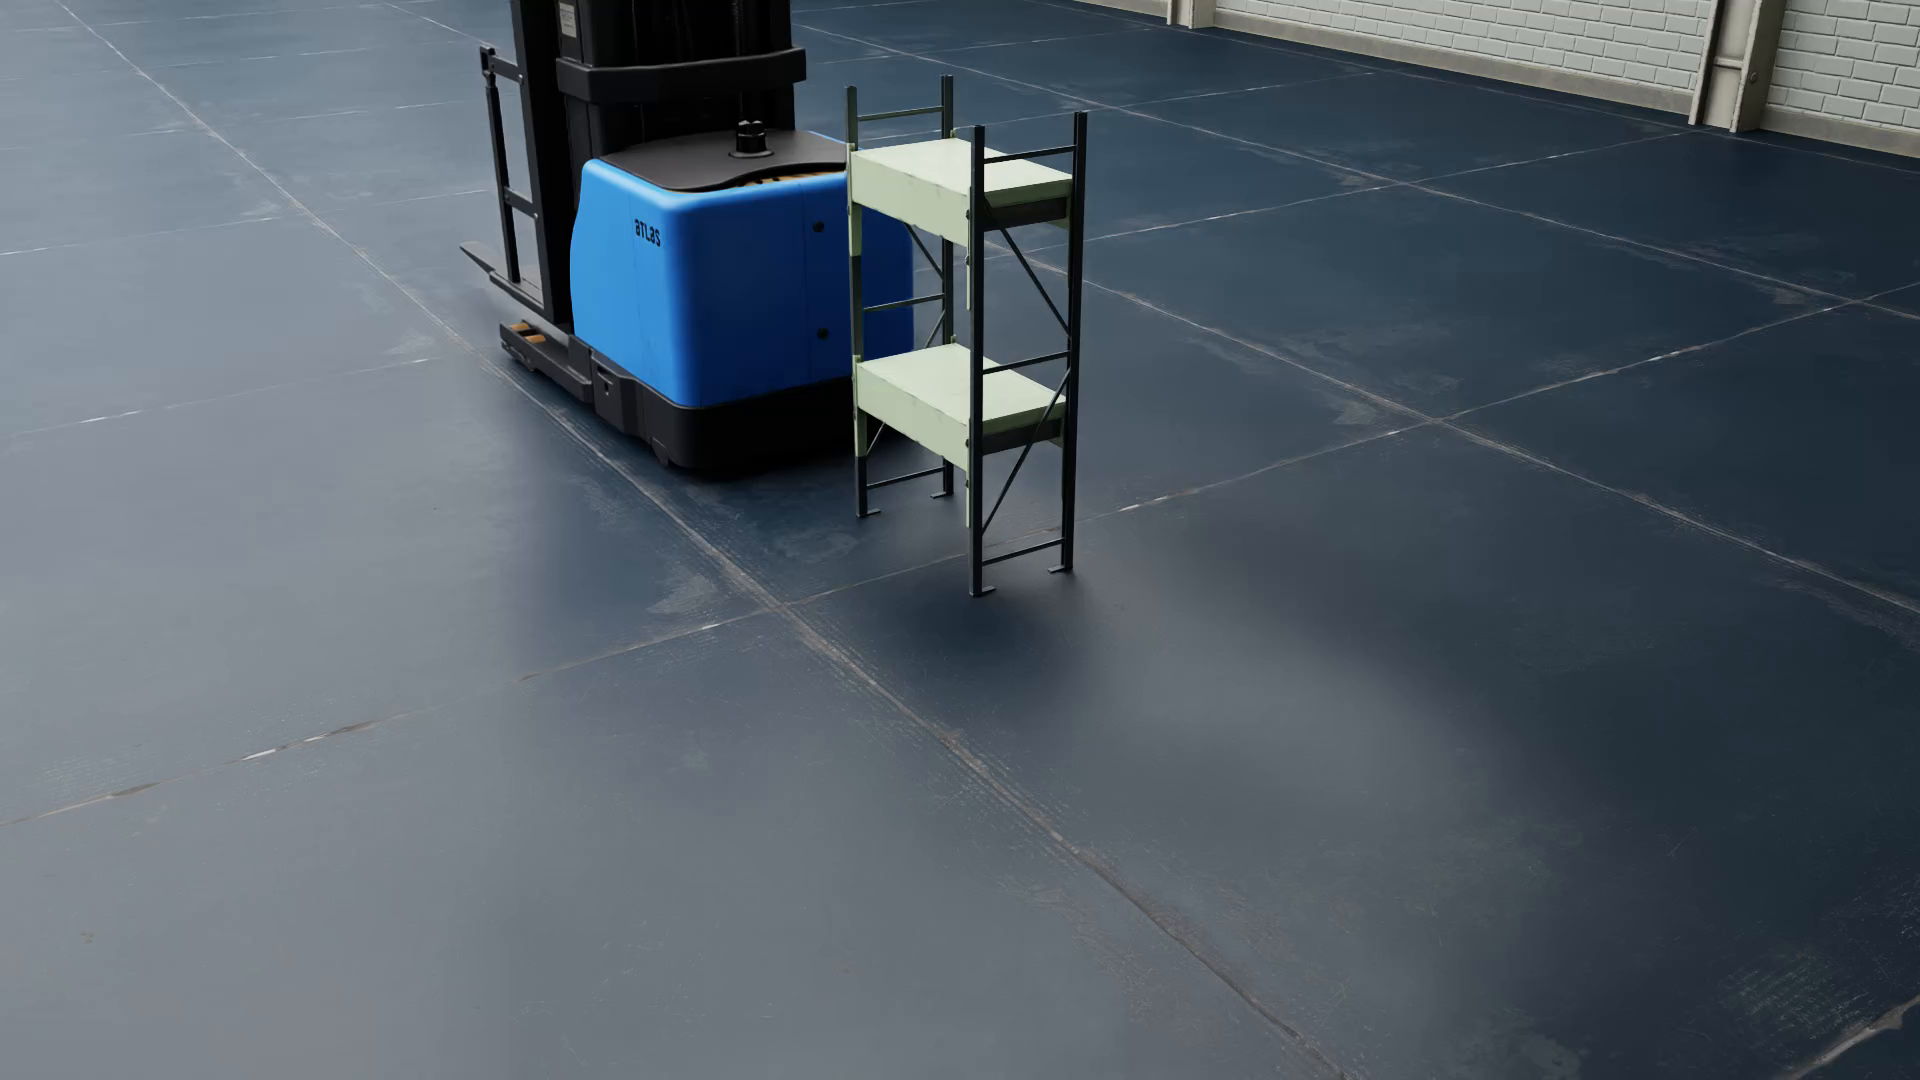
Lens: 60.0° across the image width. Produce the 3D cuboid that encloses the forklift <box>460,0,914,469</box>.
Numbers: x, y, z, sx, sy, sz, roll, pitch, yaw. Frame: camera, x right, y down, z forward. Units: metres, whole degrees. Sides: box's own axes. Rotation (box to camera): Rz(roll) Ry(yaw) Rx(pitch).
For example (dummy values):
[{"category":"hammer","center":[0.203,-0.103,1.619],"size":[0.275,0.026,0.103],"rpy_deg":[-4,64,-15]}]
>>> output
[{"category":"forklift","center":[-1.403,-2.164,6.901],"size":[1.130,2.935,3.031],"rpy_deg":[-16,30,-30]}]

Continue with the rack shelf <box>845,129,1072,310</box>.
[{"category":"rack shelf","center":[0.004,-1.029,5.258],"size":[0.431,0.370,0.720],"rpy_deg":[-16,29,-30]}]

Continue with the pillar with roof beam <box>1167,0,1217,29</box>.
[{"category":"pillar with roof beam","center":[-1.286,-8.245,12.675],"size":[9.100,9.000,0.400],"rpy_deg":[-16,29,-30]}]

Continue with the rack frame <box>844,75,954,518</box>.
[{"category":"rack frame","center":[-0.196,-0.807,5.702],"size":[0.400,1.500,0.023],"rpy_deg":[-16,29,-30]}]

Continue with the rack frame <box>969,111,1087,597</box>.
[{"category":"rack frame","center":[0.203,-0.545,5.147],"size":[0.400,1.500,0.023],"rpy_deg":[-16,29,-30]}]

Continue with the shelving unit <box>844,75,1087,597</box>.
[{"category":"shelving unit","center":[0.004,-0.676,5.425],"size":[0.431,1.500,0.755],"rpy_deg":[-16,29,-30]}]

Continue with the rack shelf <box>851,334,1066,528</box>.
[{"category":"rack shelf","center":[0.004,-0.381,5.564],"size":[0.431,0.370,0.720],"rpy_deg":[-16,29,-30]}]

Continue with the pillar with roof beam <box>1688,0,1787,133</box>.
[{"category":"pillar with roof beam","center":[1.990,-6.099,8.129],"size":[9.100,9.000,0.400],"rpy_deg":[-16,29,-30]}]
